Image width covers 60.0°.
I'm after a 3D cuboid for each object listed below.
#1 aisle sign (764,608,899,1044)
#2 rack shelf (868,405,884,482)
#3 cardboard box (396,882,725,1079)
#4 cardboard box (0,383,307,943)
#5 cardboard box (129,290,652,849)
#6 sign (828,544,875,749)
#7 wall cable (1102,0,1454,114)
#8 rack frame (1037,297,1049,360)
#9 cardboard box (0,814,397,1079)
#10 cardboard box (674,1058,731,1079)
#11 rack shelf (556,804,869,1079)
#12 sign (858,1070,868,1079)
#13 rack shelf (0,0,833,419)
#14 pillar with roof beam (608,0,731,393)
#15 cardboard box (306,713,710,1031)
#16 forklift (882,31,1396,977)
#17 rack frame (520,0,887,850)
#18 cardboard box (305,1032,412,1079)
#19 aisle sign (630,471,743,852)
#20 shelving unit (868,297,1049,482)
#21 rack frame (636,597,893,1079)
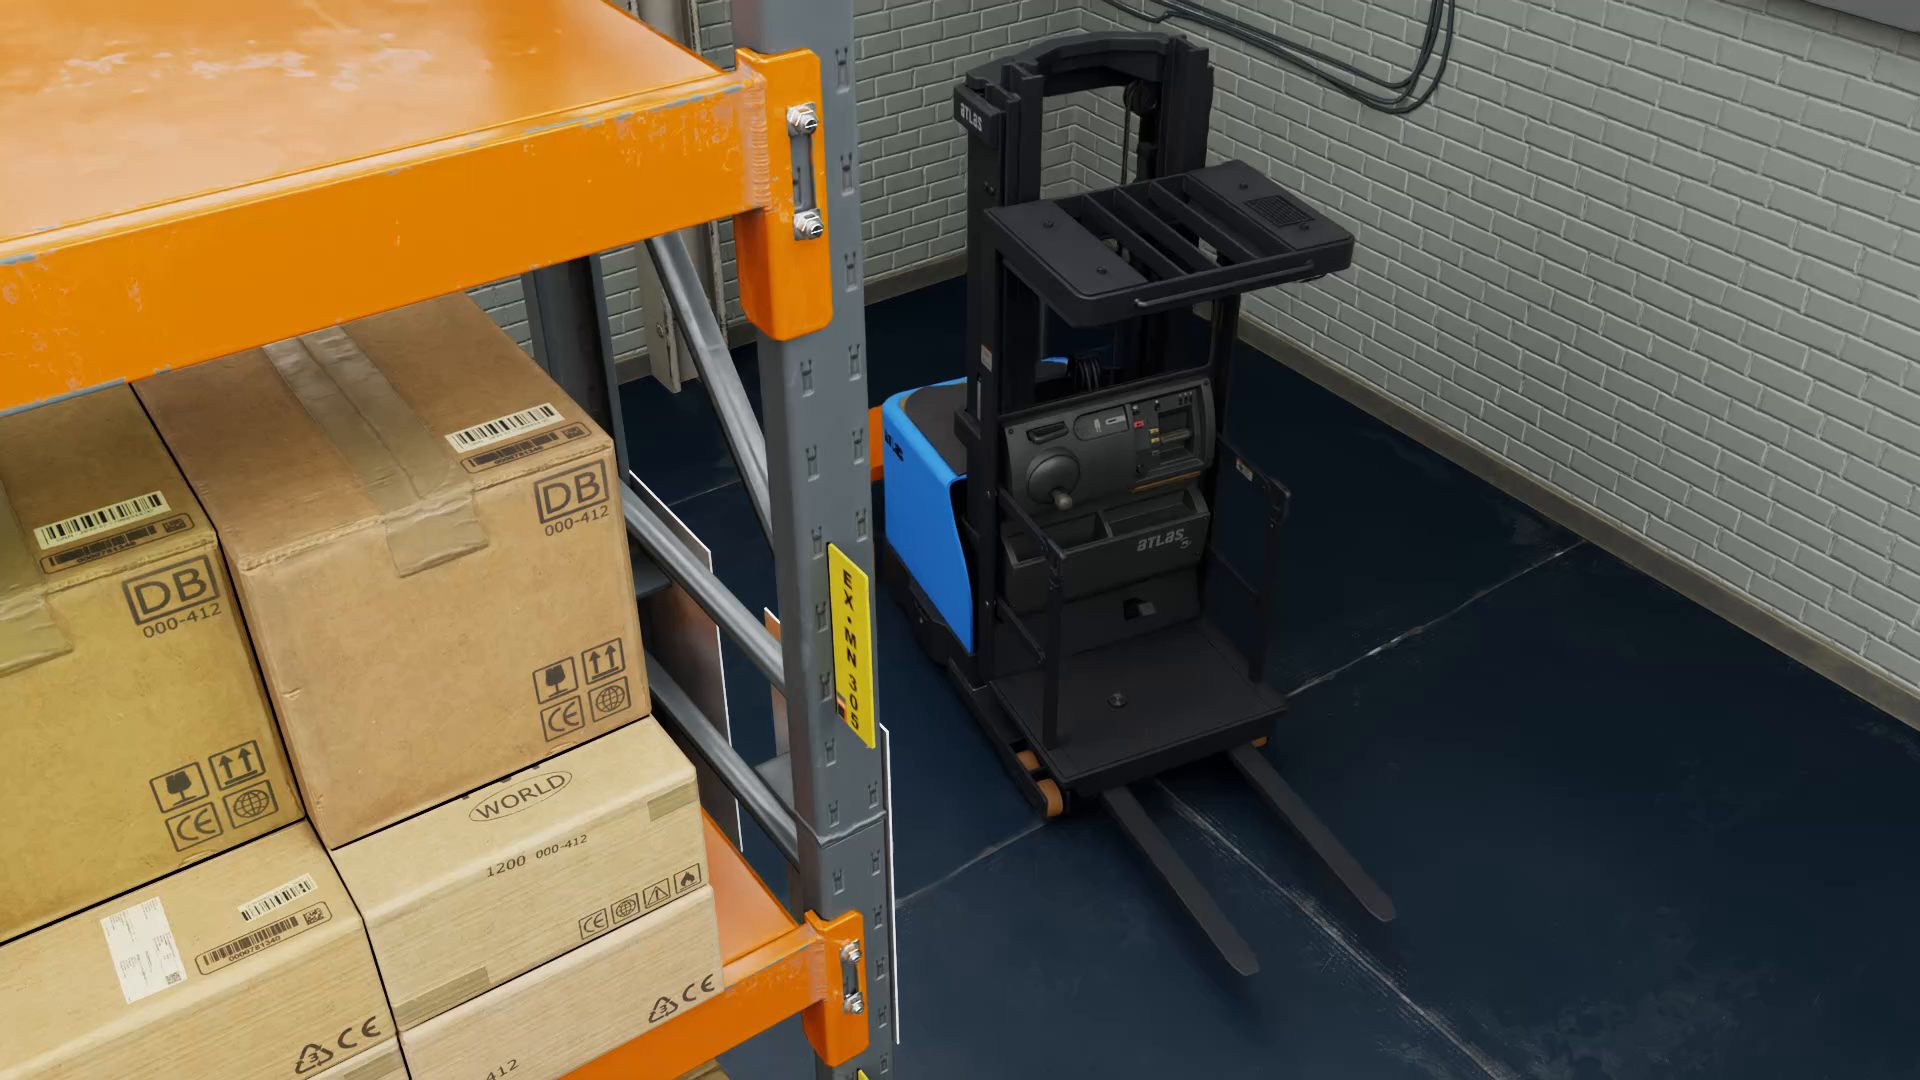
[{"bbox_3d":[-0.230,0.533,3.026,0.004,0.787,0.394,-22,41,-28],"label":"aisle sign"},{"bbox_3d":[-0.156,-0.522,8.313,1.000,0.185,0.538,-16,39,-22],"label":"rack shelf"},{"bbox_3d":[-0.730,0.607,2.709,0.500,0.250,0.500,-22,41,-28],"label":"cardboard box"},{"bbox_3d":[-1.330,0.110,2.331,0.500,0.500,0.700,-22,41,-28],"label":"cardboard box"},{"bbox_3d":[-0.872,-0.018,2.509,0.500,0.500,0.700,-22,41,-28],"label":"cardboard box"},{"bbox_3d":[-0.159,0.160,2.445,0.005,0.325,0.100,-22,41,-28],"label":"sign"},{"bbox_3d":[1.510,-3.804,8.805,0.112,2.526,3.097,-22,41,-28],"label":"wall cable"},{"bbox_3d":[0.298,-0.802,8.394,0.032,1.500,0.500,-16,39,-22],"label":"rack frame"},{"bbox_3d":[-1.143,0.569,2.335,0.500,0.250,0.500,-22,41,-28],"label":"cardboard box"},{"bbox_3d":[-0.667,1.300,3.245,0.500,0.500,0.500,-23,42,-28],"label":"cardboard box"},{"bbox_3d":[-2.097,1.213,2.356,4.000,0.370,1.077,-22,41,-28],"label":"rack shelf"},{"bbox_3d":[-0.159,1.139,3.149,0.005,0.325,0.100,-22,41,-28],"label":"sign"},{"bbox_3d":[-2.097,-0.004,1.481,4.000,0.370,1.077,-22,41,-28],"label":"rack shelf"},{"bbox_3d":[0.870,-2.599,4.470,0.400,9.000,9.100,-22,41,-28],"label":"pillar with roof beam"},{"bbox_3d":[-0.735,0.400,2.569,0.500,0.250,0.500,-22,41,-28],"label":"cardboard box"},{"bbox_3d":[0.699,-0.319,6.497,1.130,2.935,3.031,-15,38,-20],"label":"forklift"},{"bbox_3d":[-0.462,-0.970,2.205,0.127,3.000,1.000,-22,41,-28],"label":"rack frame"},{"bbox_3d":[-1.145,0.770,2.483,0.500,0.250,0.500,-22,41,-28],"label":"cardboard box"},{"bbox_3d":[-0.575,0.247,3.424,0.004,0.787,0.394,-22,41,-28],"label":"aisle sign"},{"bbox_3d":[-0.148,-0.670,8.211,1.083,1.500,0.587,-16,39,-22],"label":"shelving unit"},{"bbox_3d":[-0.462,1.466,3.957,0.127,3.000,1.000,-22,41,-28],"label":"rack frame"}]
